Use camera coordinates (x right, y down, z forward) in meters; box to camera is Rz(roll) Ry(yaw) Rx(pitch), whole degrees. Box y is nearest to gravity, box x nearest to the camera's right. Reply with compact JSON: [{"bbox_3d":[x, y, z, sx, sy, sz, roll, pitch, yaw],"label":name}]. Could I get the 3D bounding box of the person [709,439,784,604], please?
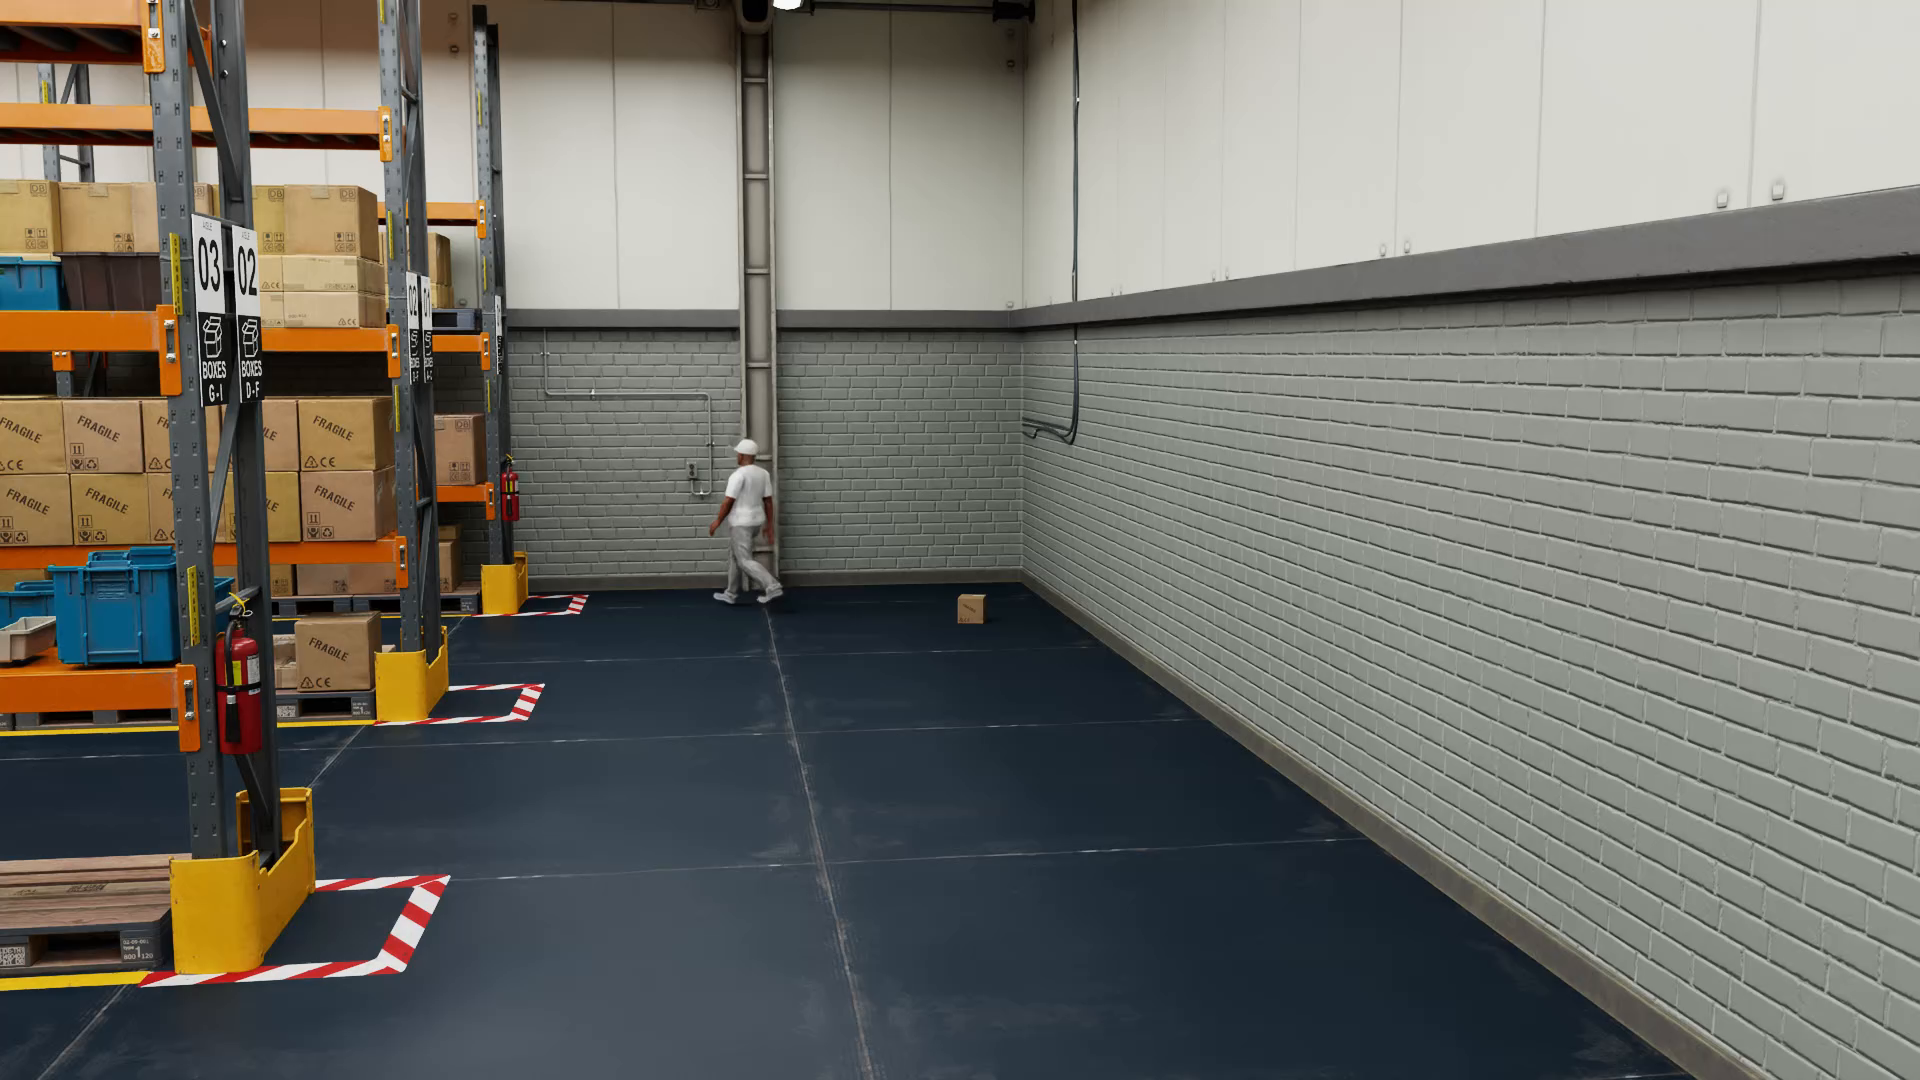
[{"bbox_3d":[-2.196,-0.169,17.074,1.006,1.727,0.577,3,7,28],"label":"person"}]
